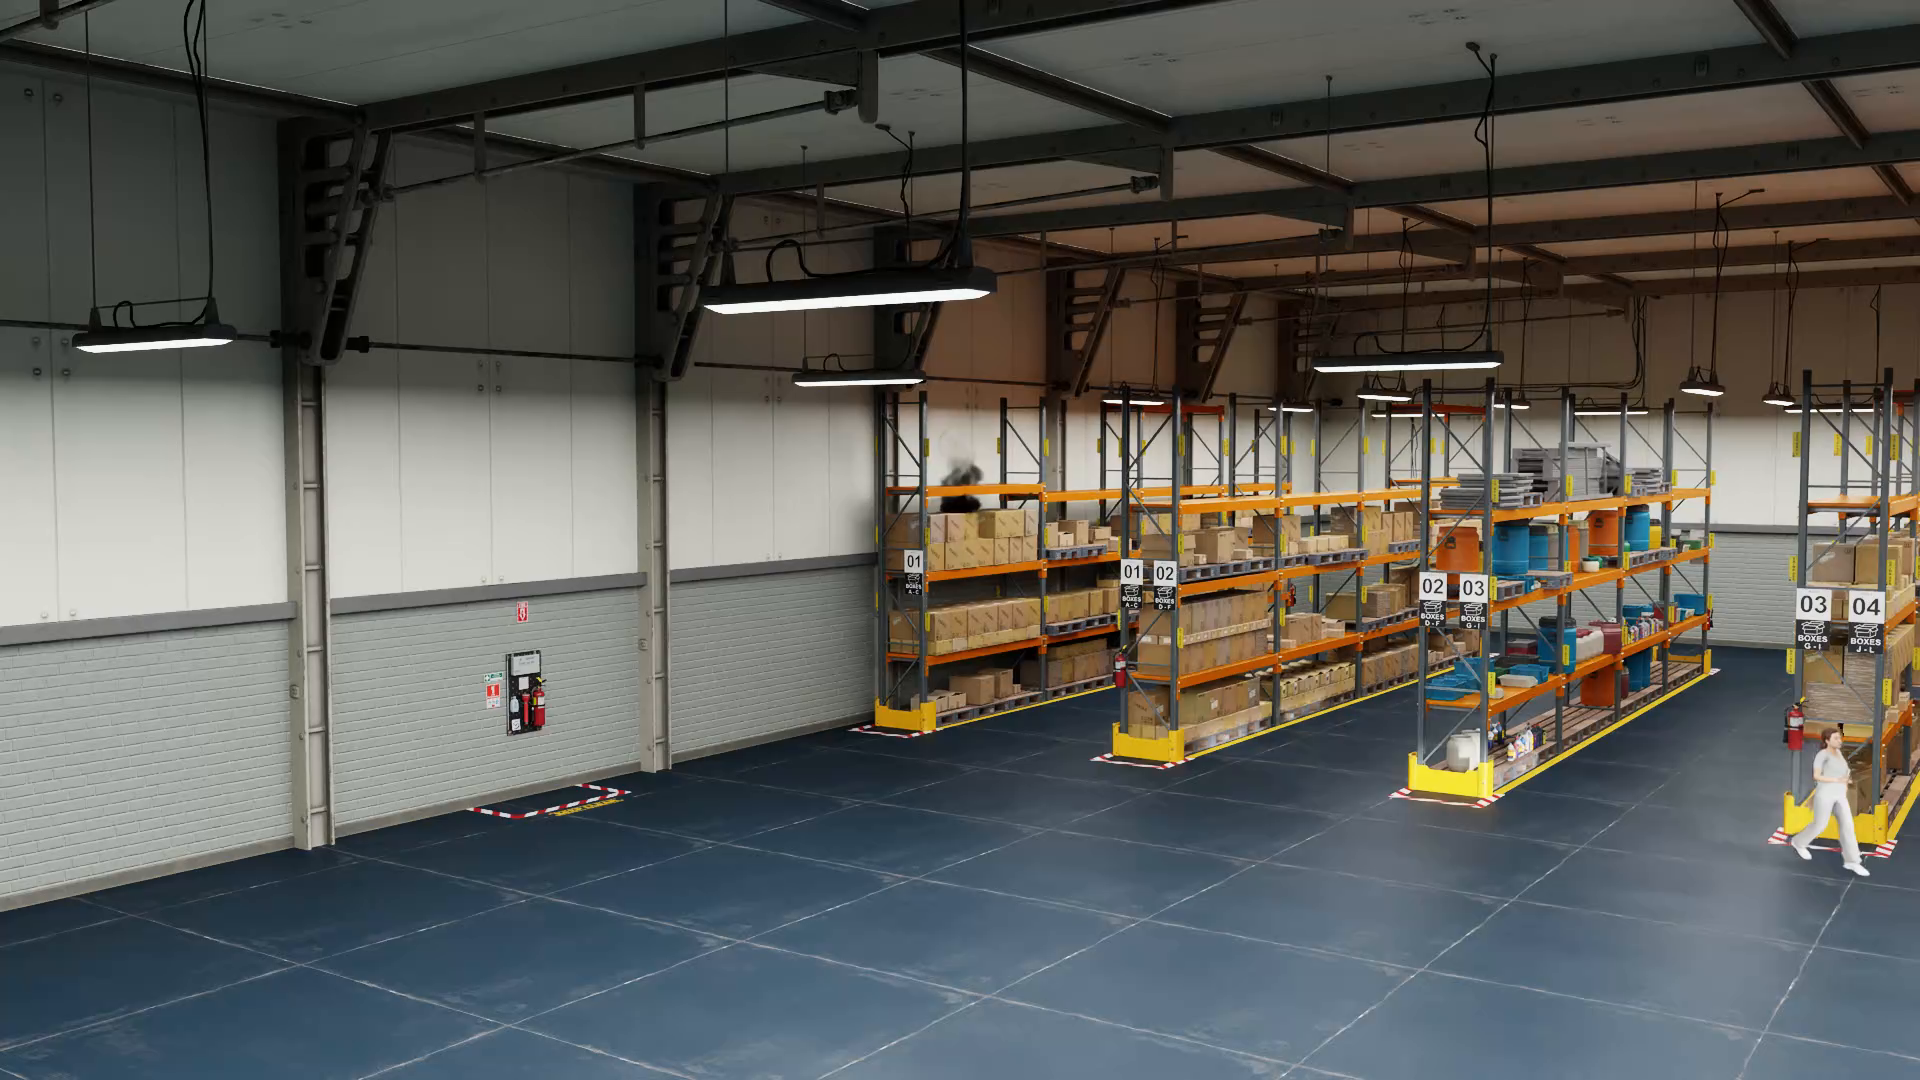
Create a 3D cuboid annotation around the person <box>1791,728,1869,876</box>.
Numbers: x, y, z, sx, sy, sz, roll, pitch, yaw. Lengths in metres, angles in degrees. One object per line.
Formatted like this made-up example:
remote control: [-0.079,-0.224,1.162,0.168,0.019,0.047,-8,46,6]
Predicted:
person: [10.275,3.044,19.637,0.577,1.660,0.991,-1,3,-21]
